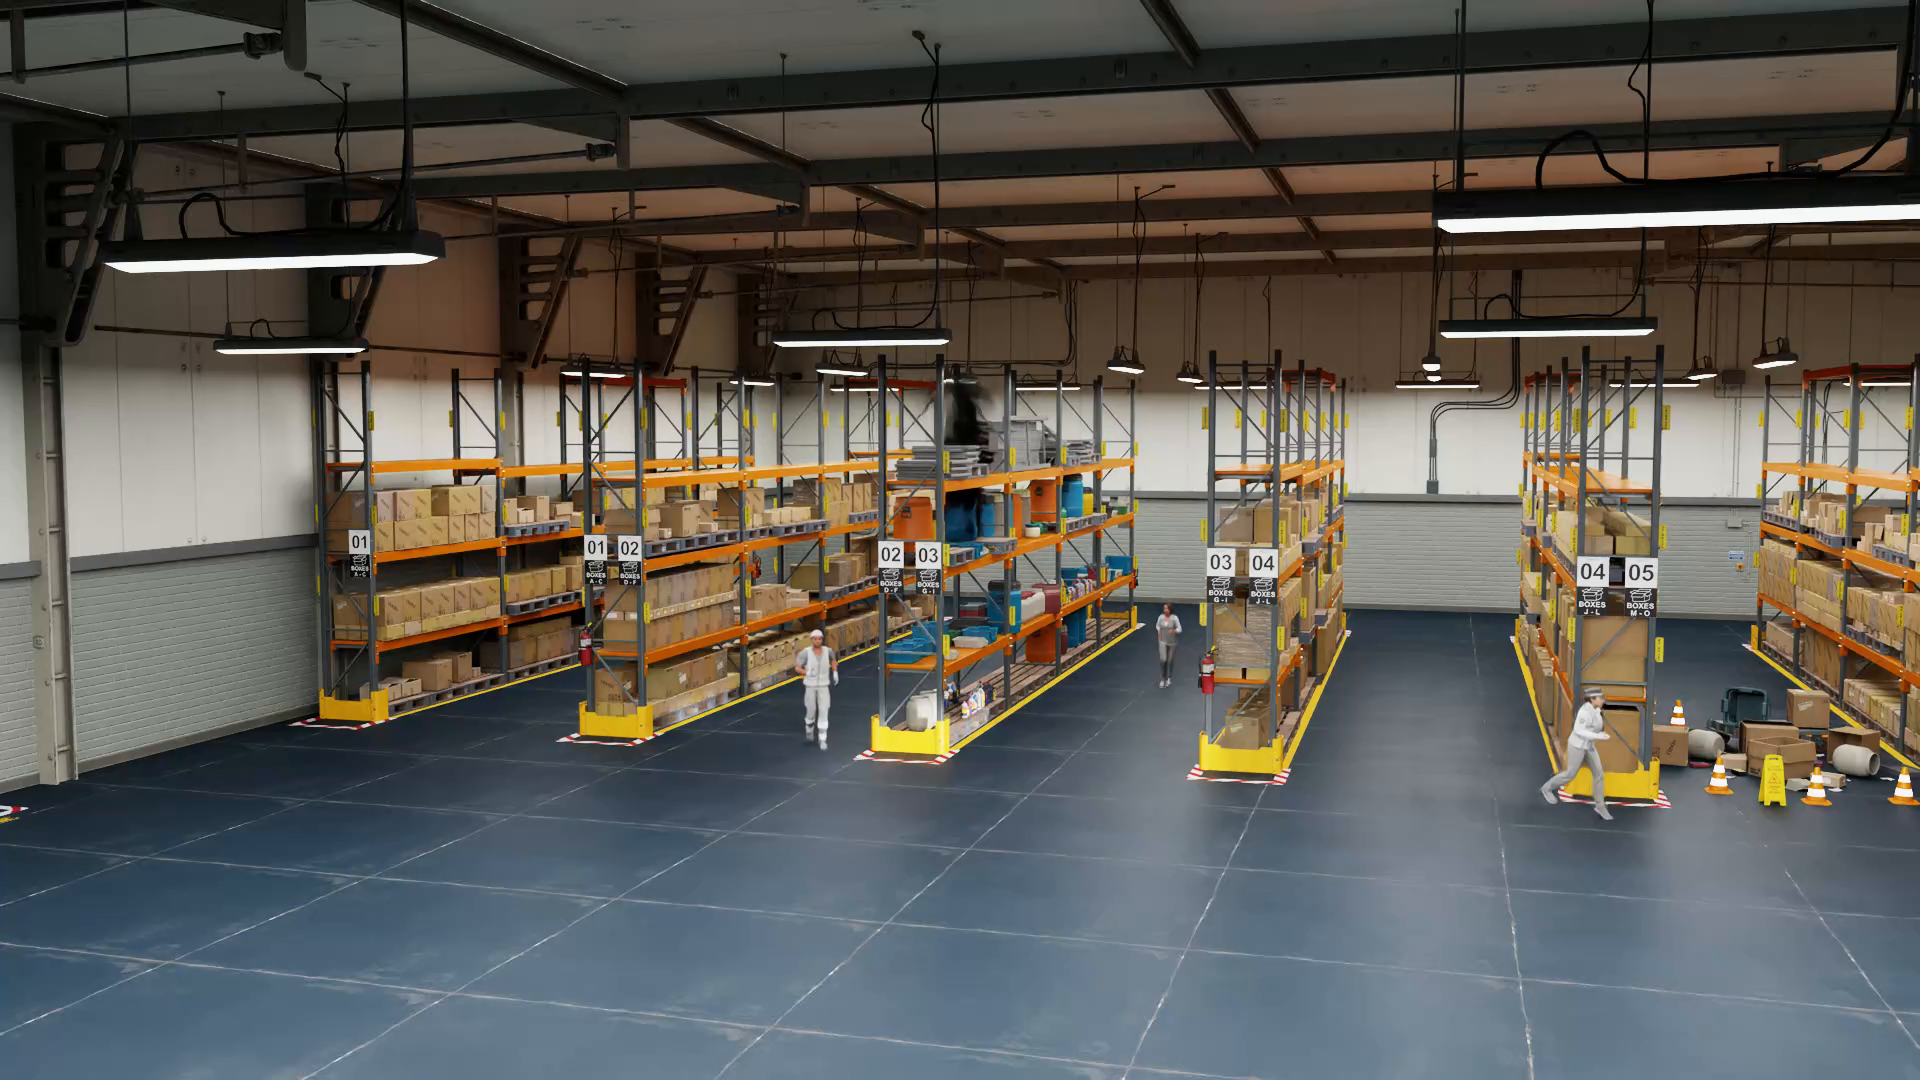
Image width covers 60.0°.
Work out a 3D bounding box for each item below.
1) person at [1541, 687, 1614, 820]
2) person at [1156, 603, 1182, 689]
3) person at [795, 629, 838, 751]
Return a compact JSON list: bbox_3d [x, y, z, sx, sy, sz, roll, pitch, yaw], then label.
[{"bbox_3d":[7.891,2.675,21.203,0.651,1.685,0.977,-4,6,-44],"label":"person"},{"bbox_3d":[3.908,1.991,31.178,0.506,1.638,0.697,1,4,13],"label":"person"},{"bbox_3d":[-2.203,2.283,25.596,0.682,1.841,0.841,-1,4,-14],"label":"person"}]
